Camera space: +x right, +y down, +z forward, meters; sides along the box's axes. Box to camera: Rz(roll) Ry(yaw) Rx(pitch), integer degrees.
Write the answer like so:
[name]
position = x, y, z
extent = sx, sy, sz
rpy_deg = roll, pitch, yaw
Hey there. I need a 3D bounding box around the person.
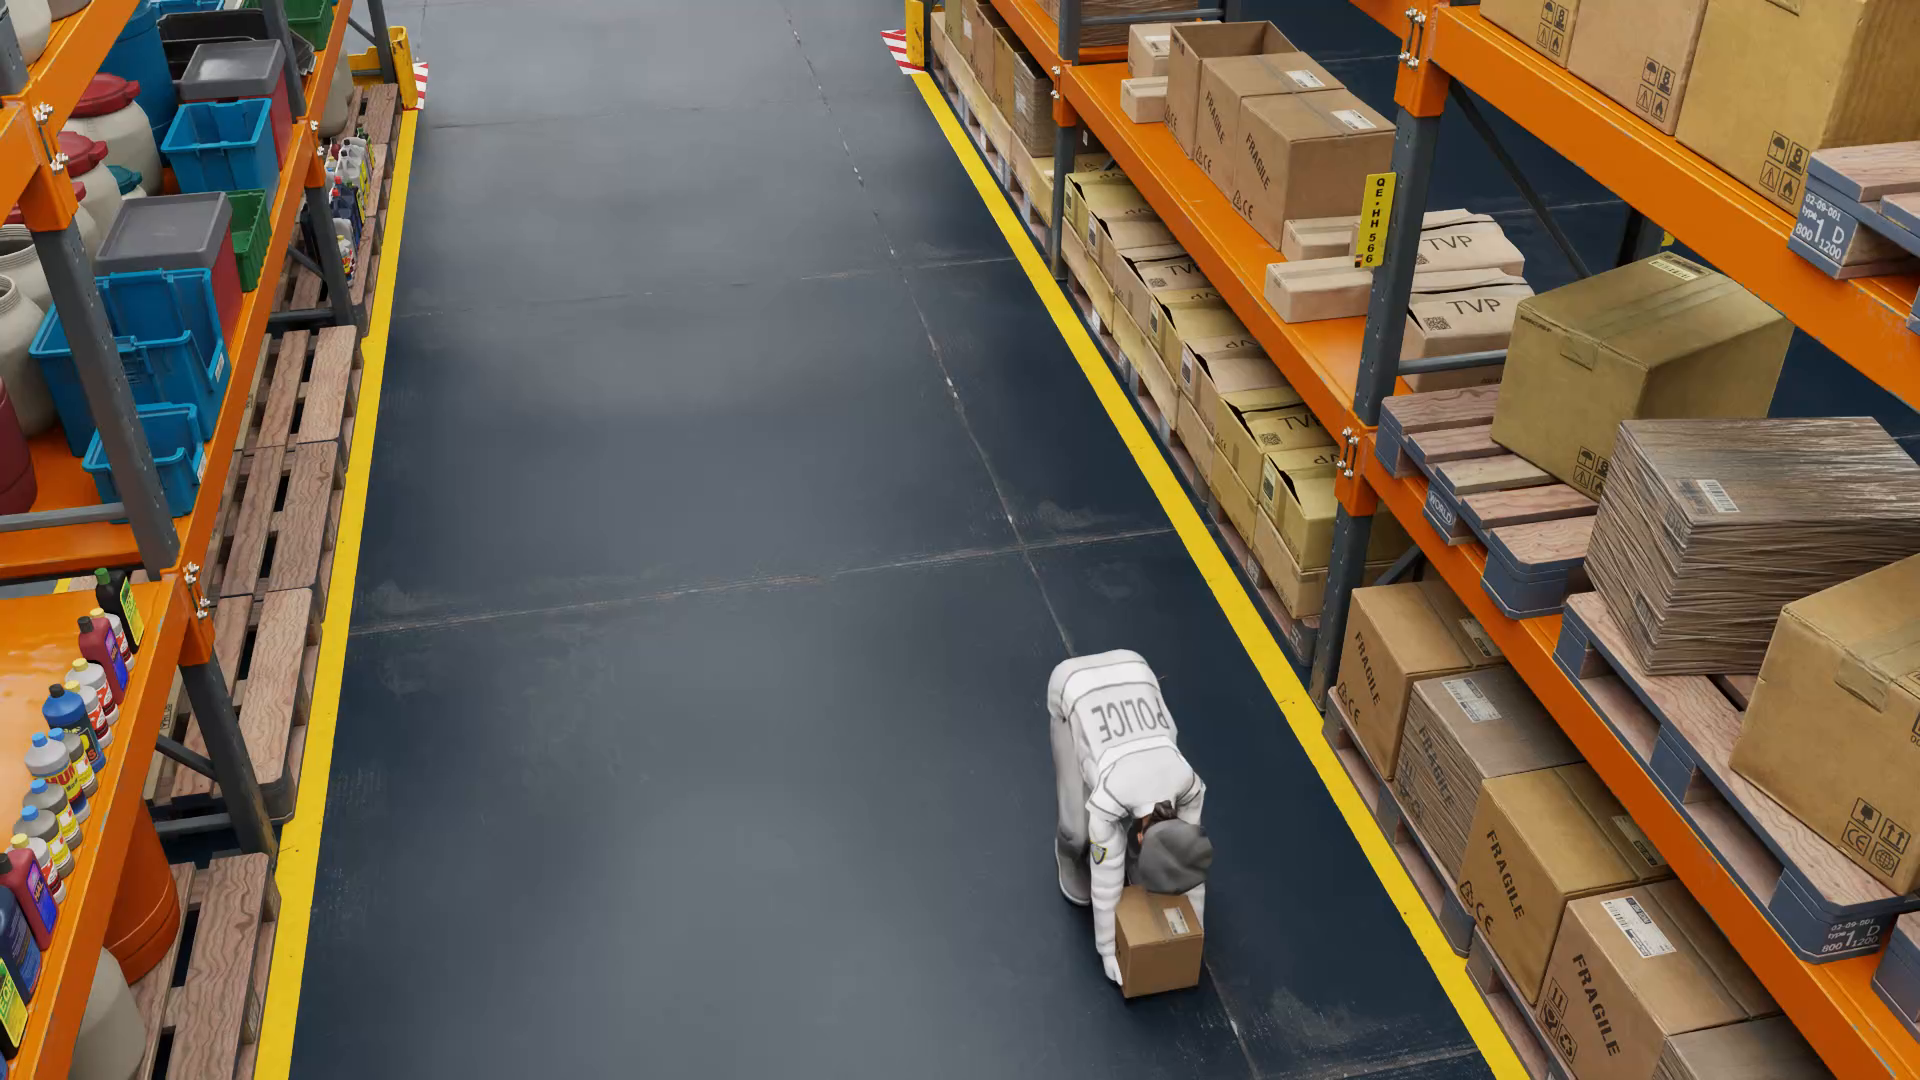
[person]
position = 0.559, 0.889, 5.498
extent = 0.441, 0.933, 0.887
rpy_deg = -9, 36, -13
